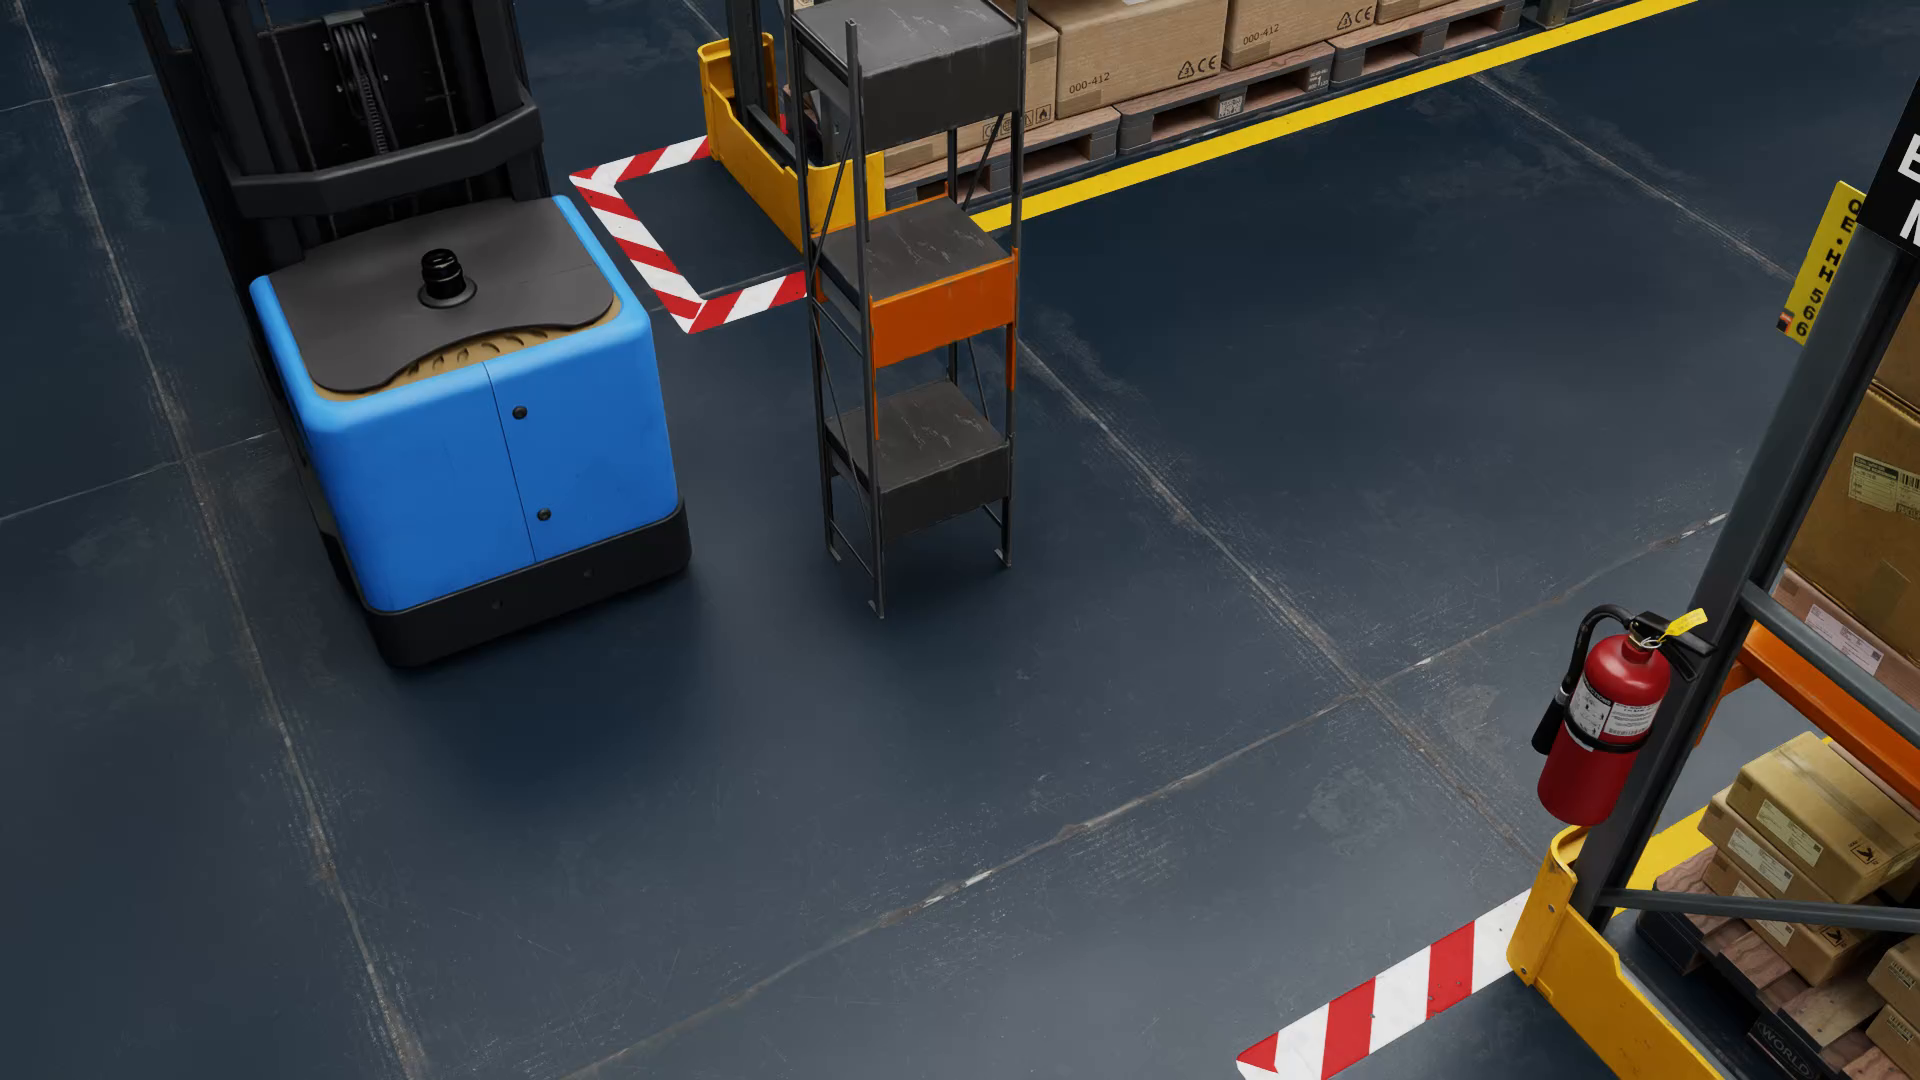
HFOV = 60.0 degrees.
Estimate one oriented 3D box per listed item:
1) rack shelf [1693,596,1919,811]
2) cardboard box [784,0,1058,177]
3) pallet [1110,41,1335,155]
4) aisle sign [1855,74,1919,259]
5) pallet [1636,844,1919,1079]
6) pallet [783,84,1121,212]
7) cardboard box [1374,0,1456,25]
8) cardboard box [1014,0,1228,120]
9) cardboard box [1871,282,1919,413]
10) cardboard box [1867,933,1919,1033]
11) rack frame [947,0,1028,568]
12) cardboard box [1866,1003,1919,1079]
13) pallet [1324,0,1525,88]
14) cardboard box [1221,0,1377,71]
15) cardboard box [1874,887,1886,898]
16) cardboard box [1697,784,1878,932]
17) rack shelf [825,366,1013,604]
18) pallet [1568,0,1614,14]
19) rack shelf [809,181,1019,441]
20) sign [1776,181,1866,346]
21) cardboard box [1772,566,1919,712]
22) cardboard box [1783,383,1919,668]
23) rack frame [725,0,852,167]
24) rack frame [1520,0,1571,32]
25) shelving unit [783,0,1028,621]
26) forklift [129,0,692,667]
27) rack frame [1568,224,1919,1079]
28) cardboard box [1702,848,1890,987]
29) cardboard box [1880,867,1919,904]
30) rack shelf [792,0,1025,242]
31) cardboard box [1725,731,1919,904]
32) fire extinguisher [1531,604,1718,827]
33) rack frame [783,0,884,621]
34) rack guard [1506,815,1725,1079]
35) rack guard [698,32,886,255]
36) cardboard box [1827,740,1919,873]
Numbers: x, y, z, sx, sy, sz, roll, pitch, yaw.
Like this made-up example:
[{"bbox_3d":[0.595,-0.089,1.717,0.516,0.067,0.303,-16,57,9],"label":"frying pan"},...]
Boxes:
[{"bbox_3d":[3.585,-0.059,4.174,4.000,0.370,1.077,-22,48,-21],"label":"rack shelf"},{"bbox_3d":[-0.180,-2.098,7.296,0.875,0.438,0.875,-23,49,-22],"label":"cardboard box"},{"bbox_3d":[1.008,-2.322,7.991,1.213,0.211,1.003,-22,48,-21],"label":"pallet"},{"bbox_3d":[1.638,-0.712,2.463,0.004,0.787,0.394,-22,48,-21],"label":"aisle sign"},{"bbox_3d":[2.639,1.090,4.475,1.213,0.211,1.003,-22,48,-21],"label":"pallet"},{"bbox_3d":[-0.048,-1.901,7.558,1.213,0.211,1.003,-22,48,-21],"label":"pallet"},{"bbox_3d":[2.168,-3.043,8.270,0.875,0.438,0.875,-22,48,-21],"label":"cardboard box"},{"bbox_3d":[0.609,-2.421,7.629,0.875,0.438,0.875,-21,48,-20],"label":"cardboard box"},{"bbox_3d":[2.124,-0.434,3.040,0.500,0.500,0.500,-23,49,-22],"label":"cardboard box"},{"bbox_3d":[2.433,1.116,3.979,0.250,0.149,0.380,-20,48,-19],"label":"cardboard box"},{"bbox_3d":[0.068,-0.781,5.047,0.015,2.100,0.400,-22,48,-21],"label":"rack frame"},{"bbox_3d":[2.465,1.261,4.043,0.250,0.149,0.380,-21,48,-20],"label":"cardboard box"},{"bbox_3d":[2.067,-2.748,8.430,1.213,0.211,1.003,-22,48,-21],"label":"pallet"},{"bbox_3d":[1.392,-2.732,7.950,0.875,0.438,0.875,-23,49,-22],"label":"cardboard box"},{"bbox_3d":[2.376,0.790,4.528,0.250,0.149,0.380,-20,48,-20],"label":"cardboard box"},{"bbox_3d":[2.167,0.787,4.317,0.250,0.149,0.380,-23,49,-22],"label":"cardboard box"},{"bbox_3d":[-0.144,-0.184,5.457,0.480,0.518,0.431,-22,48,-21],"label":"rack shelf"},{"bbox_3d":[3.397,-3.278,8.976,1.213,0.211,1.003,-22,48,-21],"label":"pallet"},{"bbox_3d":[-0.144,-0.686,4.969,0.480,0.518,0.431,-22,48,-21],"label":"rack shelf"},{"bbox_3d":[1.592,-0.494,3.047,0.005,0.325,0.100,-22,48,-21],"label":"sign"},{"bbox_3d":[1.993,0.183,3.588,0.250,0.149,0.380,-22,48,-21],"label":"cardboard box"},{"bbox_3d":[2.113,-0.077,3.390,0.500,0.500,0.500,-21,48,-20],"label":"cardboard box"},{"bbox_3d":[-0.703,-2.577,6.252,0.127,3.000,1.000,-22,48,-21],"label":"rack frame"},{"bbox_3d":[2.766,-3.965,7.682,0.127,3.000,1.000,-22,48,-21],"label":"rack frame"},{"bbox_3d":[-0.144,-0.696,4.960,0.503,2.100,0.431,-22,48,-21],"label":"shelving unit"},{"bbox_3d":[-2.049,-1.674,5.371,1.130,2.935,3.031,-21,48,-20],"label":"forklift"},{"bbox_3d":[1.851,0.377,3.208,0.127,3.000,1.000,-22,48,-21],"label":"rack frame"},{"bbox_3d":[2.204,0.940,4.373,0.250,0.149,0.380,-21,48,-20],"label":"cardboard box"},{"bbox_3d":[2.420,0.729,4.377,0.250,0.149,0.380,-23,49,-22],"label":"cardboard box"},{"bbox_3d":[-0.144,-1.189,4.482,0.480,0.518,0.431,-22,48,-21],"label":"rack shelf"},{"bbox_3d":[2.184,0.699,4.194,0.250,0.149,0.380,-21,48,-20],"label":"cardboard box"},{"bbox_3d":[1.403,0.347,3.562,0.183,0.674,0.296,-22,48,-21],"label":"fire extinguisher"},{"bbox_3d":[-0.355,-0.611,4.872,0.015,2.100,0.400,-22,48,-21],"label":"rack frame"},{"bbox_3d":[1.917,1.247,4.106,0.348,0.500,1.175,-22,48,-21],"label":"rack guard"},{"bbox_3d":[-0.723,-1.672,7.114,0.348,0.500,1.175,-22,48,-21],"label":"rack guard"},{"bbox_3d":[2.430,0.646,4.249,0.250,0.149,0.380,-21,48,-20],"label":"cardboard box"}]
